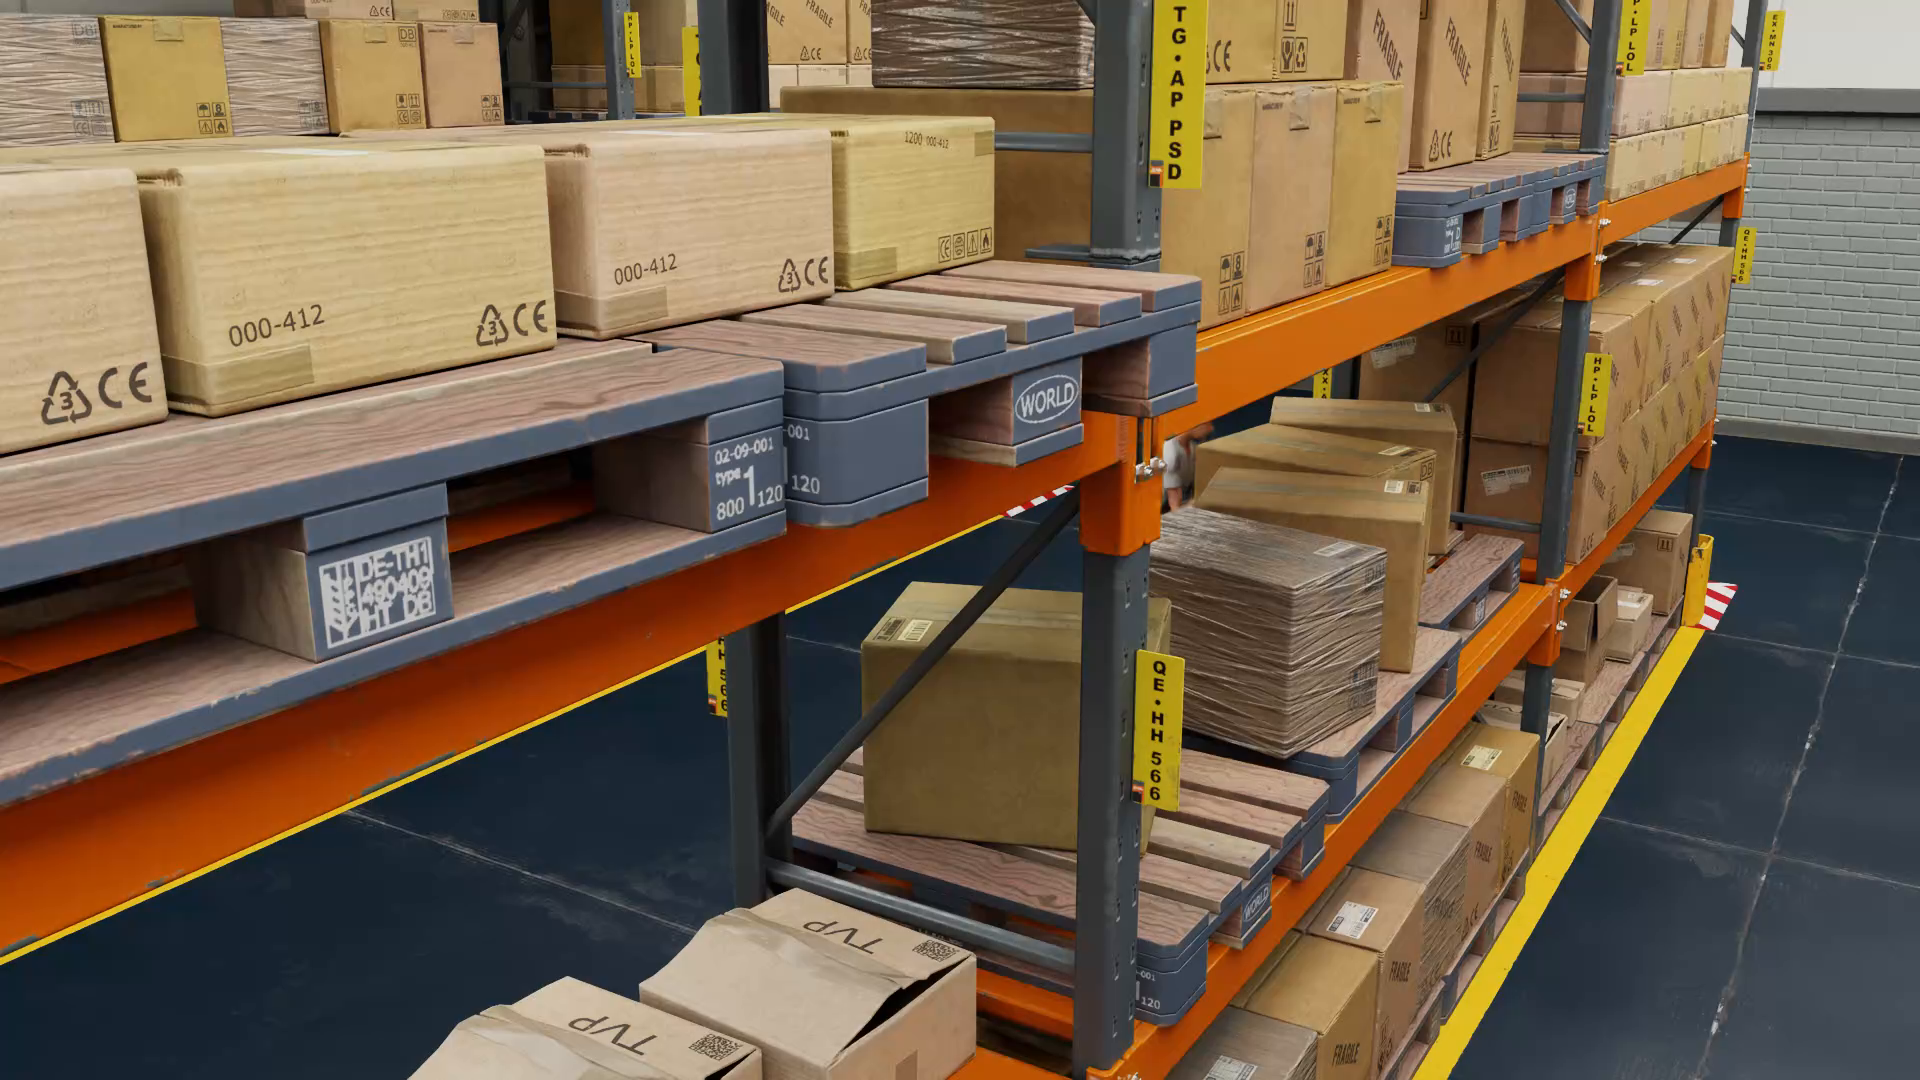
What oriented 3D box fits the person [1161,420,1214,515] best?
[{"bbox_3d":[1.172,-0.053,9.353,0.550,1.606,0.407,9,19,29],"label":"person"}]
